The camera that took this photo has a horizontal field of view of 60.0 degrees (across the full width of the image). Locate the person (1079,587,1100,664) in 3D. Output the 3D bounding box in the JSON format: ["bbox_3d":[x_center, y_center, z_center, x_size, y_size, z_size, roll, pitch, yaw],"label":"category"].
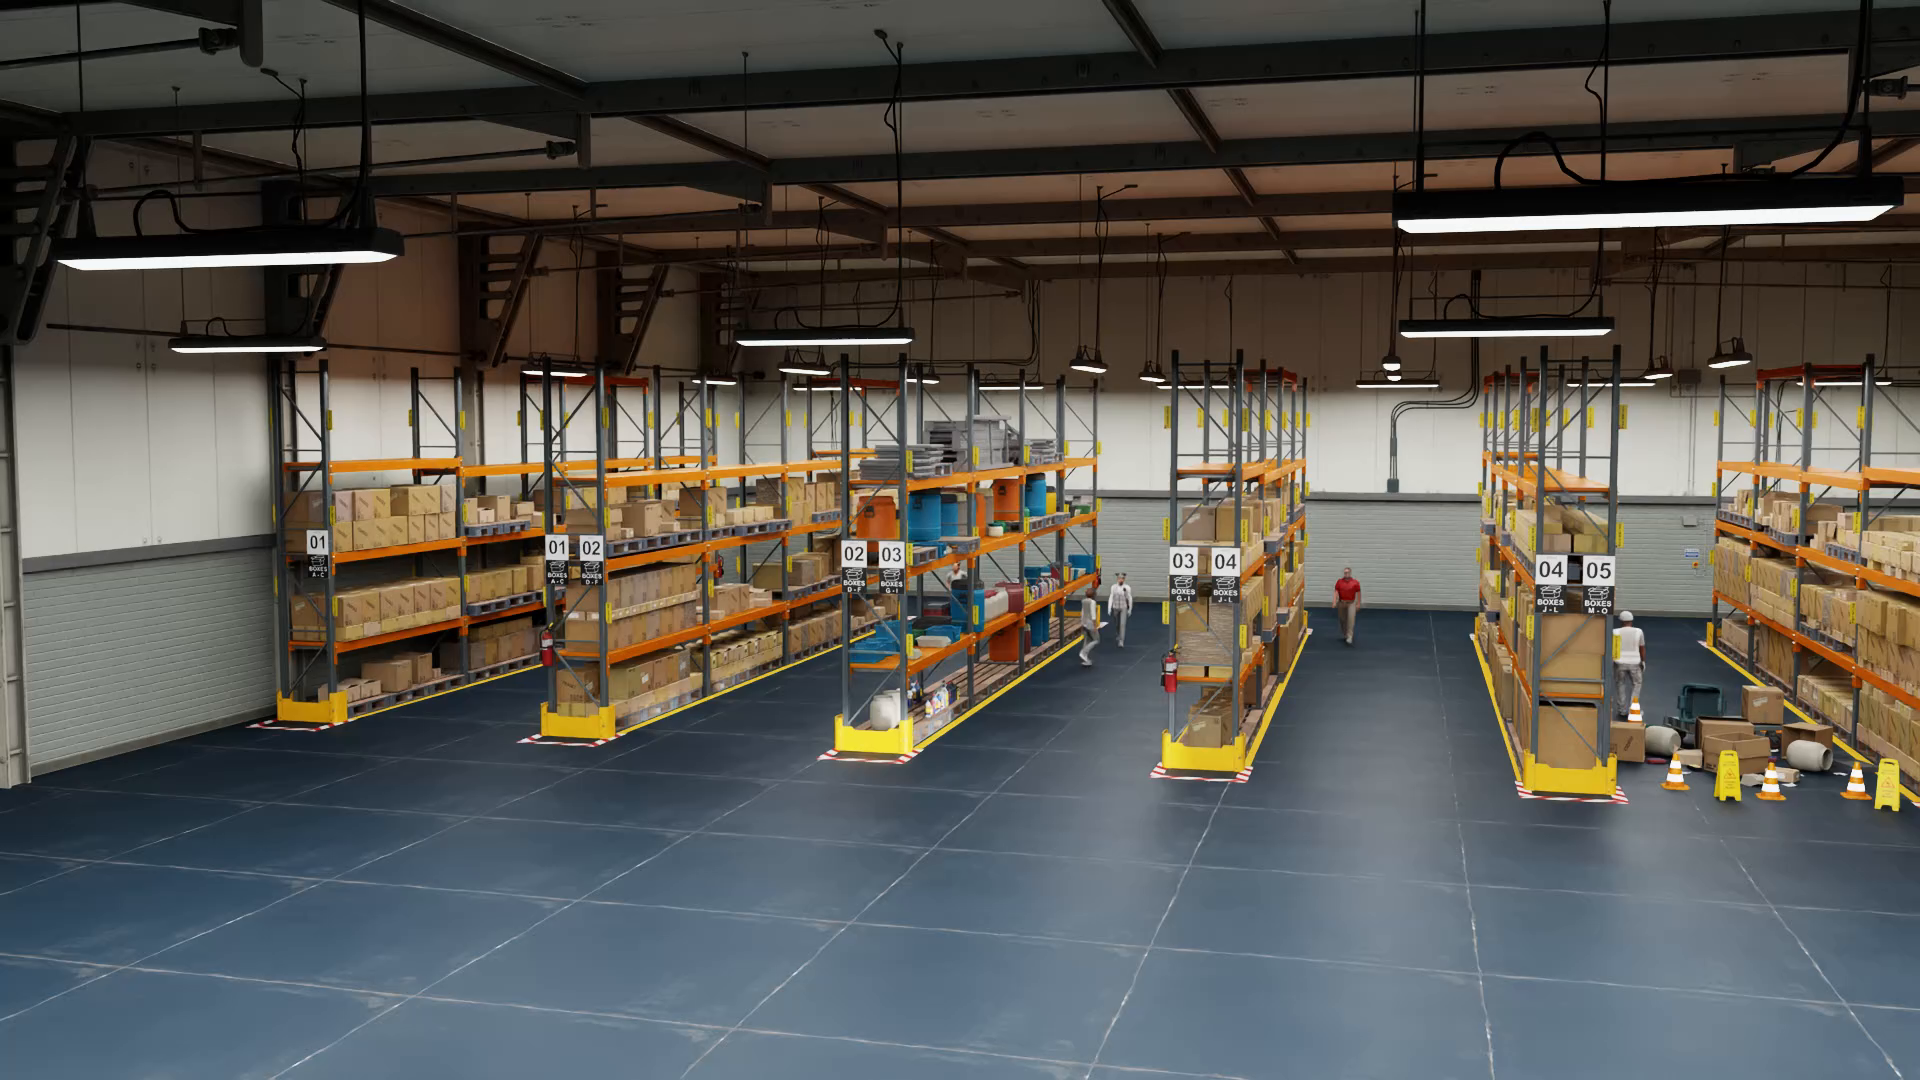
[{"bbox_3d":[2.599,1.765,33.889,0.442,1.592,0.462,-2,5,-30],"label":"person"}]

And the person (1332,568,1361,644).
[{"bbox_3d":[8.703,1.454,37.419,0.609,1.657,1.077,1,4,18],"label":"person"}]

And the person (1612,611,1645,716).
[{"bbox_3d":[11.303,2.095,28.171,0.579,1.780,0.554,1,4,15],"label":"person"}]

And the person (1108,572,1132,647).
[{"bbox_3d":[3.565,1.514,36.914,0.512,1.622,1.049,1,4,14],"label":"person"}]

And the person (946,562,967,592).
[{"bbox_3d":[-0.028,1.289,40.758,0.573,1.574,0.700,2,4,23],"label":"person"}]
